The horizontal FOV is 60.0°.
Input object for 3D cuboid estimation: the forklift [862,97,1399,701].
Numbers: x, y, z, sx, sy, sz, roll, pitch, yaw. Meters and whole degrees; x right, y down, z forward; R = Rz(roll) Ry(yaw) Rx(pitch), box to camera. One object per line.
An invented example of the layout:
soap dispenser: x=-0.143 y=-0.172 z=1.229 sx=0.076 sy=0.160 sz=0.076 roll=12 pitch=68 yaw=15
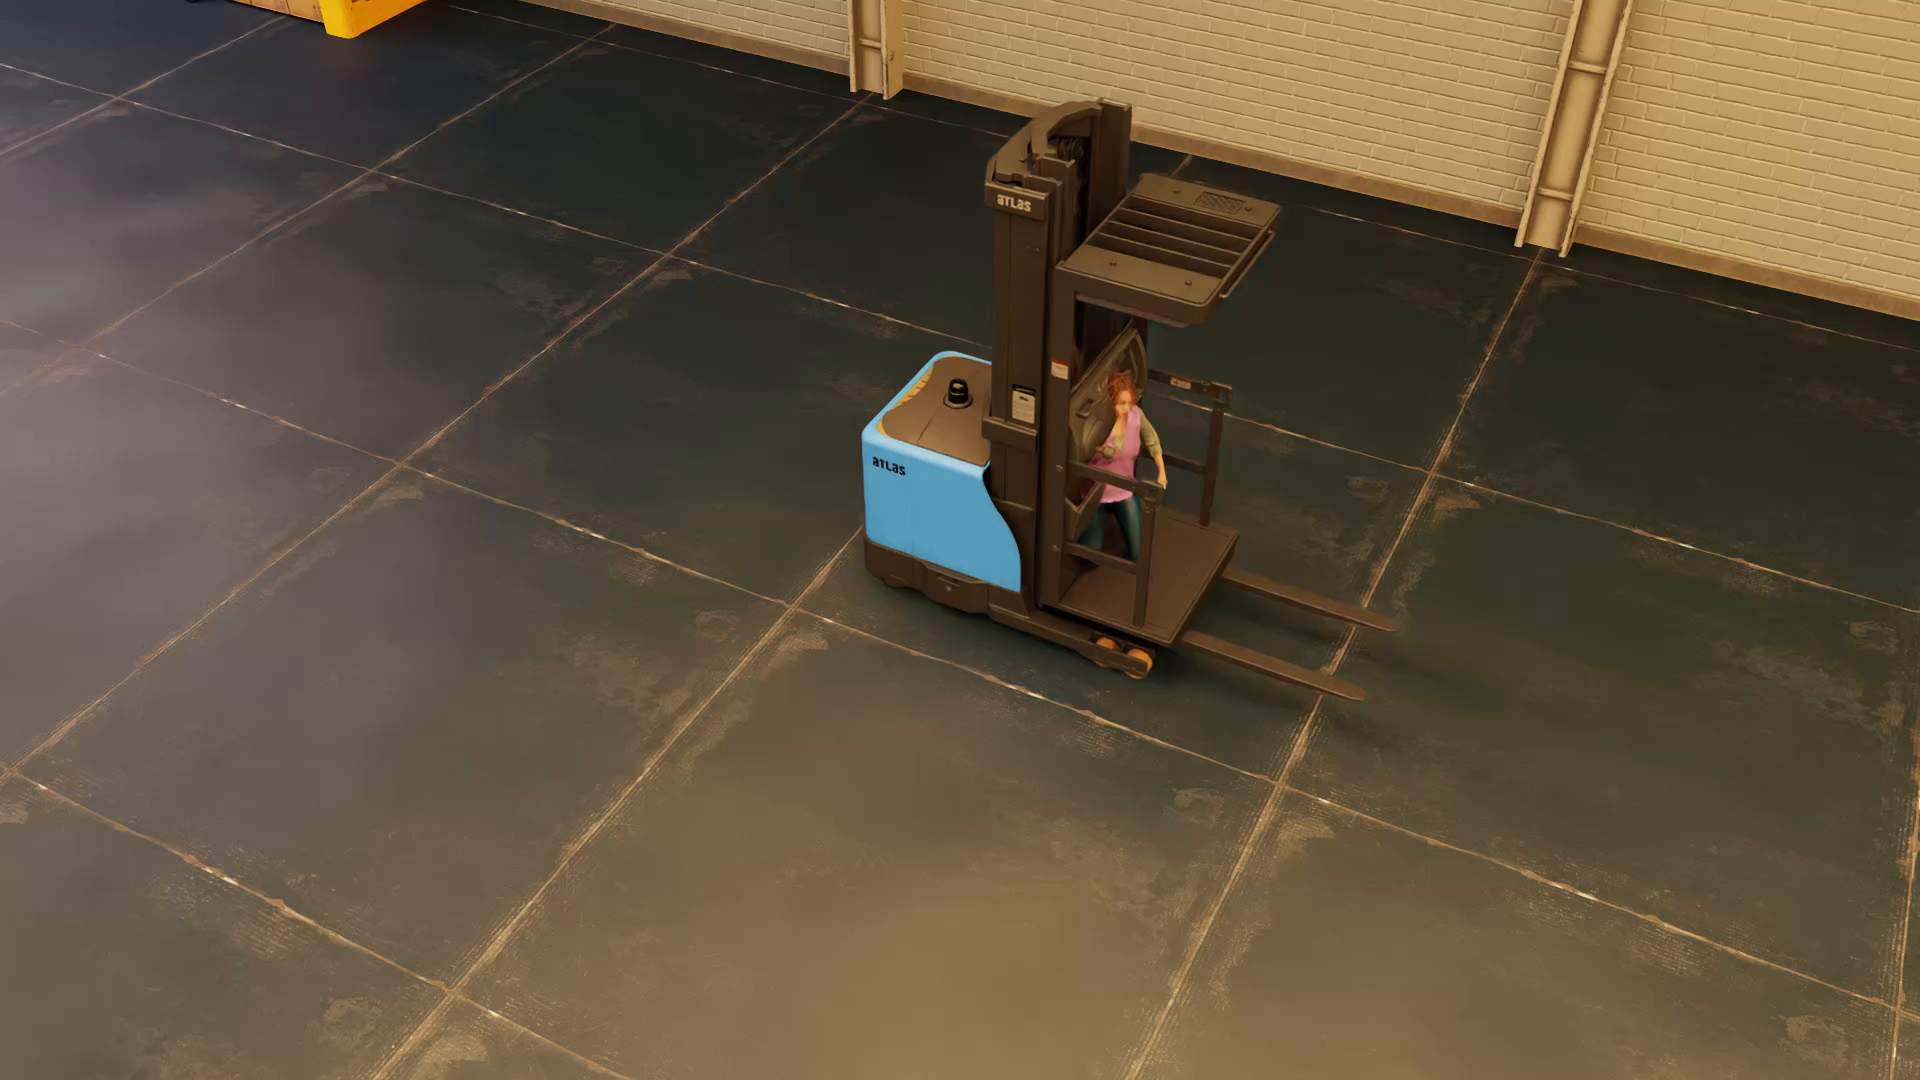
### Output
forklift: x=0.977 y=-0.737 z=8.862 sx=3.031 sy=2.935 sz=1.130 roll=19 pitch=44 yaw=21

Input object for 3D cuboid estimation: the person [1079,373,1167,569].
person: x=0.888 y=-0.168 z=9.257 sx=0.702 sy=1.544 sz=0.679 roll=-11 pitch=41 yaw=-13
